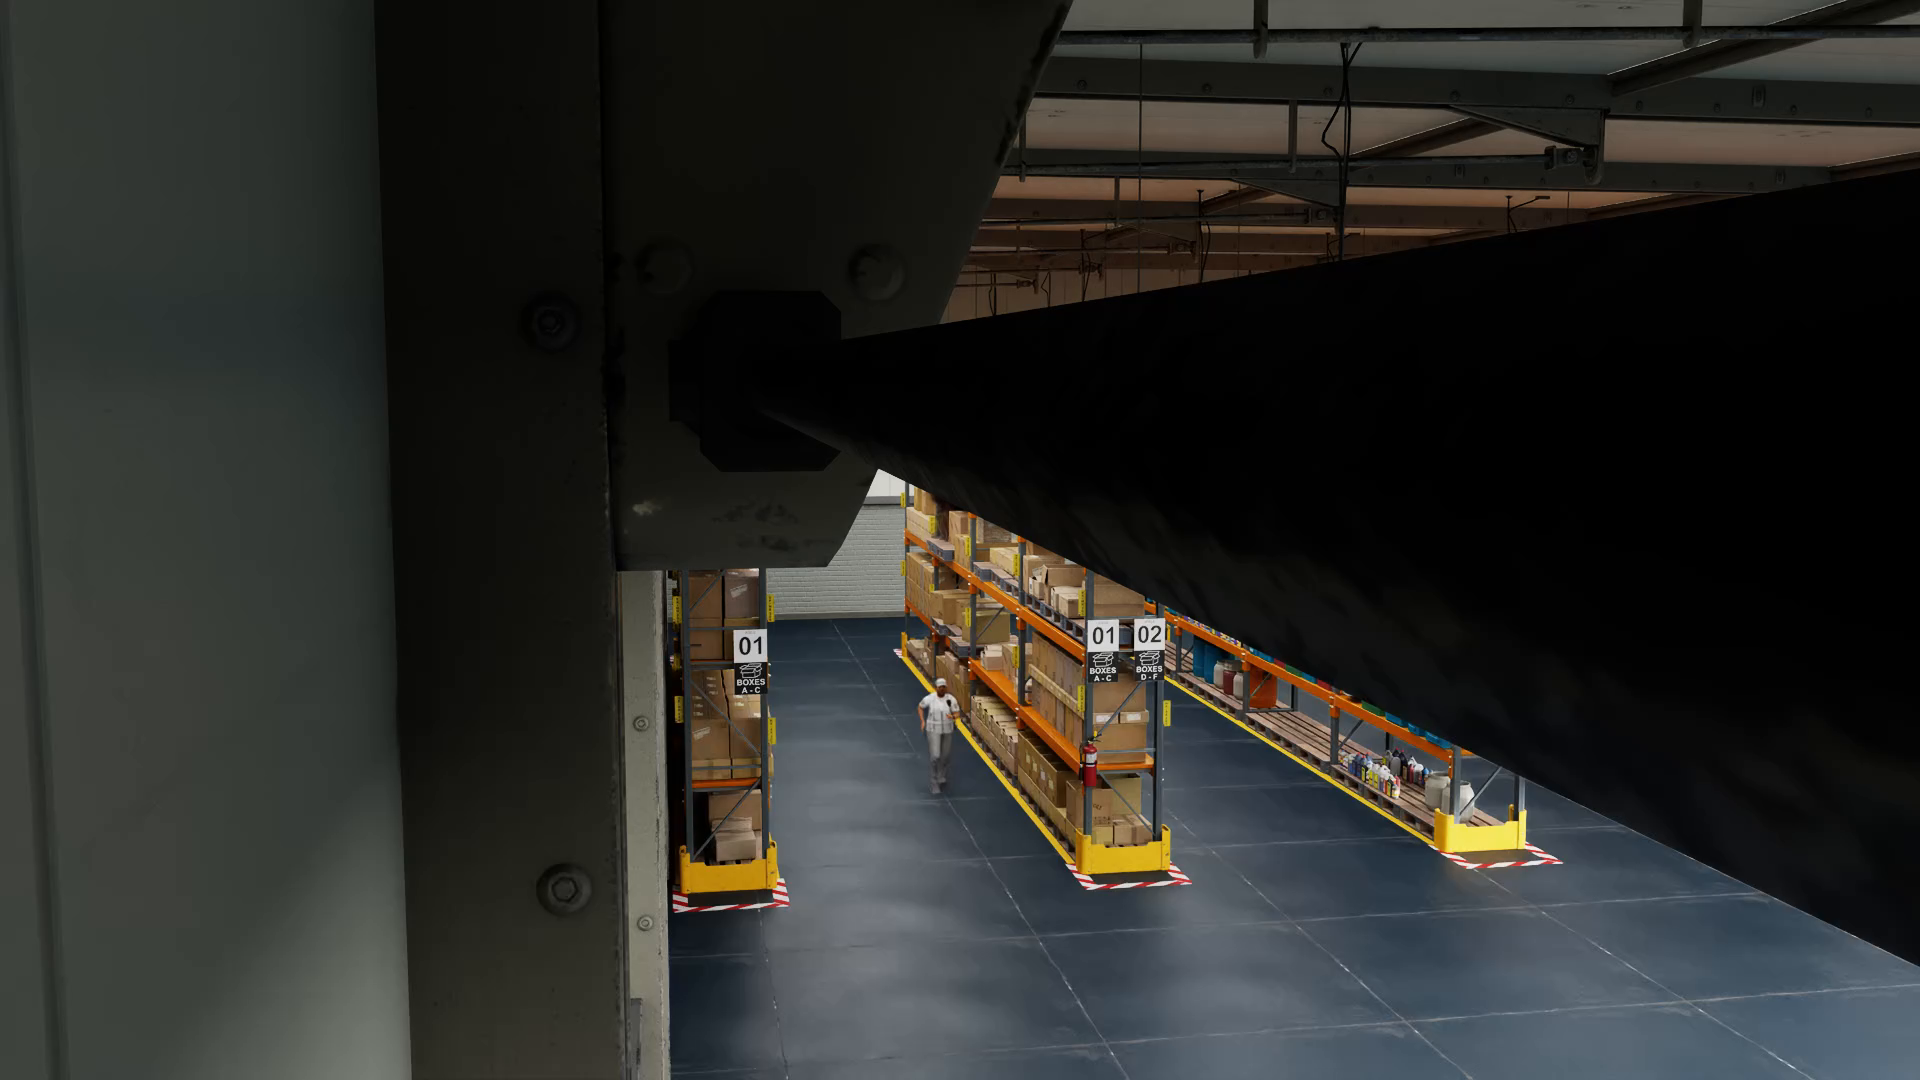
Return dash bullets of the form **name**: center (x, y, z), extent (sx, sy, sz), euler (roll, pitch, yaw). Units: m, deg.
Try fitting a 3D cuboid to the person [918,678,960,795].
- **person**: center (-0.298, 2.924, 24.961), extent (0.582, 1.732, 0.744), euler (-2, 6, -15)
